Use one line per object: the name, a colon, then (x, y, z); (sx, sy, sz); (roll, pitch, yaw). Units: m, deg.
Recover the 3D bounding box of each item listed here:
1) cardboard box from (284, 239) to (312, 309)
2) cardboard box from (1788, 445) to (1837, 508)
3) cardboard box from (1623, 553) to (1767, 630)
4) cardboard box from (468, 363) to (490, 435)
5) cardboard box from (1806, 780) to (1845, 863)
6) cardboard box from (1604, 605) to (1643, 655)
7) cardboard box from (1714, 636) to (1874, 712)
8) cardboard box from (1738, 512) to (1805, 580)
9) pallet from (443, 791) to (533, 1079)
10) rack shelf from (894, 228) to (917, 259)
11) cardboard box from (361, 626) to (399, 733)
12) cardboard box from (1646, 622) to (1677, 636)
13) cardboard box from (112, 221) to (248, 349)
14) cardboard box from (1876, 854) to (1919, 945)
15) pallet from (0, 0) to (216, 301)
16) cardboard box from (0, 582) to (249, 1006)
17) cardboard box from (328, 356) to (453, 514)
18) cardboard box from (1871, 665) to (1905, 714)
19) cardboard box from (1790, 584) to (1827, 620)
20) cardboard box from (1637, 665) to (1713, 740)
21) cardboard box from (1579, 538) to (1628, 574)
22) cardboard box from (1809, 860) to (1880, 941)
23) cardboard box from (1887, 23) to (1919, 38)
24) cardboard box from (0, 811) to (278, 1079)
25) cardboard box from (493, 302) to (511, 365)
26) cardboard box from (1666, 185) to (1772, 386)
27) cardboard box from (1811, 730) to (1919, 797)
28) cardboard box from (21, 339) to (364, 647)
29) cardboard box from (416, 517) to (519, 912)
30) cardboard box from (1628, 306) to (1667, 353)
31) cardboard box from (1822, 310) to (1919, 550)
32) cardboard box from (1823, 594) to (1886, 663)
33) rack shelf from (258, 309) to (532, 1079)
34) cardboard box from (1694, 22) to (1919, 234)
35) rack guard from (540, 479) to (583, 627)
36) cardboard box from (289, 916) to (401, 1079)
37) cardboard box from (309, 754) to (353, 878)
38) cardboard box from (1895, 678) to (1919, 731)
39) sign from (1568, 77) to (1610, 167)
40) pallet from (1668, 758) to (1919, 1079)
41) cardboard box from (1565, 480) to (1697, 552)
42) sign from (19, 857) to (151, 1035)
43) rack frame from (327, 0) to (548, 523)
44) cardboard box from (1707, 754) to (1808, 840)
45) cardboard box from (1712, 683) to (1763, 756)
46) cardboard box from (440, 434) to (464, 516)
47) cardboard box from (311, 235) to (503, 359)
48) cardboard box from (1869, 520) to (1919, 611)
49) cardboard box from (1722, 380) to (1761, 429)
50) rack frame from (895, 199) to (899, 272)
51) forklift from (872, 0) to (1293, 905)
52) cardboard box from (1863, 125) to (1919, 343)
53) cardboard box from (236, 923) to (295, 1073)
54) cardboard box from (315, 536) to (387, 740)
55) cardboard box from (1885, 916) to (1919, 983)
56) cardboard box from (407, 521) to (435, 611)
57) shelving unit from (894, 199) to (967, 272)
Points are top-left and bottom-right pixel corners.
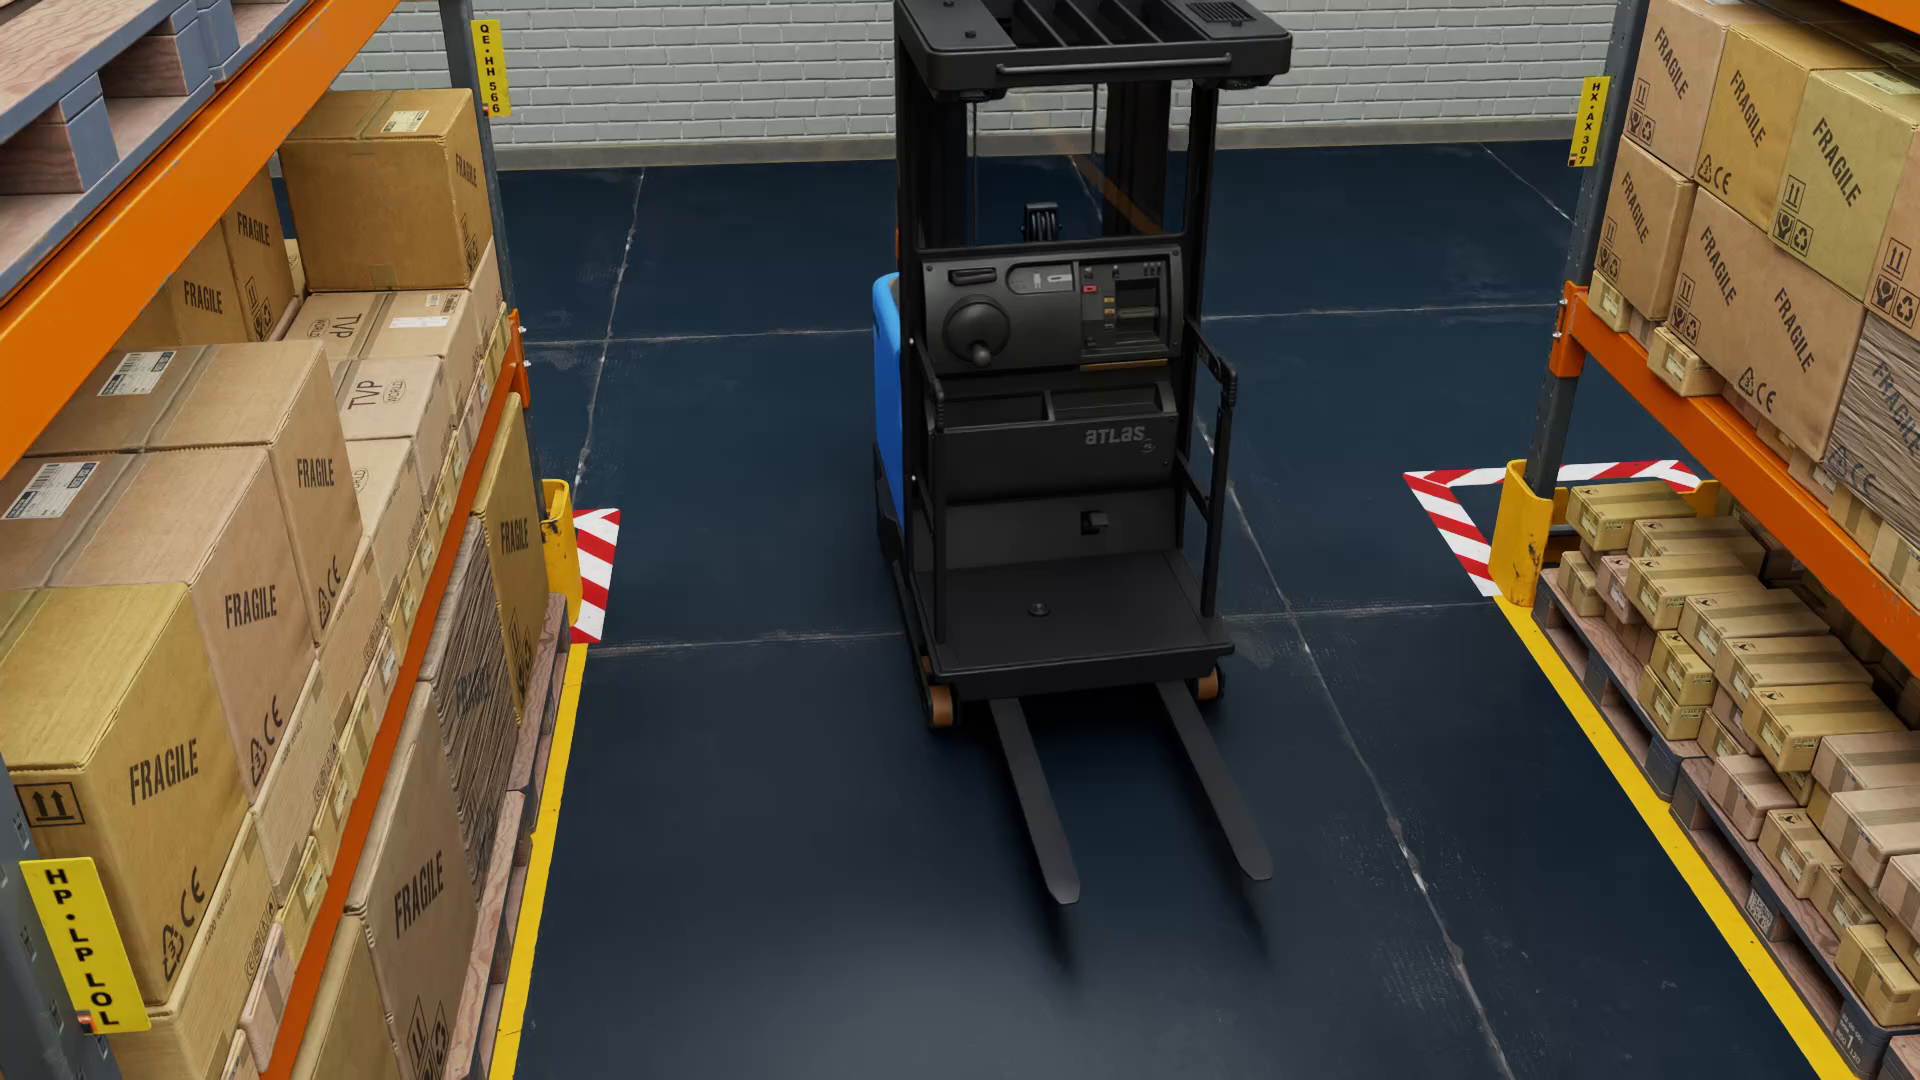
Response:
cardboard box: (-2.356, -0.783, 5.492); (0.500, 0.250, 0.500); (-4, 31, -6)
cardboard box: (2.713, -0.214, 4.929); (0.380, 0.149, 0.250); (-3, 31, -6)
cardboard box: (2.567, 0.178, 5.818); (0.380, 0.149, 0.250); (-3, 31, -5)
cardboard box: (-1.723, -0.443, 5.311); (0.380, 0.149, 0.250); (-3, 31, -4)
cardboard box: (2.806, 0.837, 5.004); (0.380, 0.149, 0.250); (-1, 31, -2)
cardboard box: (2.652, 0.292, 6.206); (0.380, 0.149, 0.250); (-3, 31, -5)
cardboard box: (2.690, 0.443, 5.374); (0.380, 0.149, 0.250); (-2, 31, -3)
cardboard box: (3.083, 0.013, 6.093); (0.380, 0.149, 0.250); (-2, 31, -4)
pallet: (-1.869, 1.245, 4.960); (1.003, 0.211, 1.213); (-3, 31, -5)
rack shelf: (-0.132, -1.241, 7.391); (0.258, 0.148, 0.480); (-5, 31, -8)
cardboard box: (-1.577, 0.343, 3.995); (0.380, 0.149, 0.250); (-2, 31, -4)
cardboard box: (2.689, 0.295, 5.911); (0.380, 0.149, 0.250); (-2, 31, -4)
cardboard box: (-2.255, -0.586, 4.430); (0.500, 0.500, 0.500); (-4, 31, -6)
cardboard box: (2.739, 0.972, 4.488); (0.380, 0.149, 0.250); (-4, 31, -7)
pallet: (-1.825, -0.604, 2.497); (1.003, 0.211, 1.213); (-3, 31, -5)
cardboard box: (-1.549, 0.422, 2.743); (0.500, 0.500, 0.500); (-3, 31, -5)
cardboard box: (-1.728, -0.288, 4.663); (0.500, 0.250, 0.500); (-4, 31, -6)
cardboard box: (3.260, 0.537, 5.507); (0.380, 0.149, 0.250); (-2, 31, -4)
cardboard box: (3.199, 0.273, 5.948); (0.380, 0.149, 0.250); (-4, 31, -7)
cardboard box: (2.596, 0.554, 5.767); (0.380, 0.149, 0.250); (-2, 31, -4)
cardboard box: (2.609, 0.032, 6.352); (0.380, 0.149, 0.250); (-2, 31, -3)
cardboard box: (2.759, 1.073, 4.899); (0.380, 0.149, 0.250); (-2, 31, -4)
cardboard box: (3.153, -1.283, 5.111); (0.500, 0.500, 0.500); (-4, 31, -6)
cardboard box: (-1.542, 0.749, 2.928); (0.500, 0.250, 0.500); (-3, 31, -5)
cardboard box: (-1.771, -0.704, 5.748); (0.380, 0.149, 0.250); (-2, 31, -4)
cardboard box: (2.658, -0.820, 5.310); (0.500, 0.500, 0.500); (-3, 31, -4)
cardboard box: (2.787, 0.703, 4.939); (0.380, 0.149, 0.250); (-3, 31, -4)
cardboard box: (-1.640, -0.095, 3.609); (0.500, 0.500, 0.500); (-4, 31, -6)
cardboard box: (-1.908, 0.542, 5.081); (0.875, 0.875, 0.875); (-3, 31, -5)
cardboard box: (2.584, -0.747, 5.820); (0.380, 0.149, 0.250); (-2, 31, -3)
cardboard box: (2.744, -0.309, 4.455); (0.500, 0.500, 0.500); (-4, 31, -6)
cardboard box: (3.195, 0.275, 5.655); (0.380, 0.149, 0.250); (-4, 31, -7)
rack shelf: (-1.946, 0.352, 4.437); (1.077, 0.370, 4.000); (-3, 31, -5)
cardboard box: (2.646, -1.265, 5.079); (0.500, 0.500, 0.500); (-2, 31, -3)
rack guard: (-2.135, 0.083, 6.624); (1.175, 0.500, 0.348); (-3, 31, -5)
cardboard box: (-1.741, 1.455, 3.551); (0.875, 0.875, 0.875); (-3, 31, -5)
cardboard box: (-1.531, 0.602, 3.561); (0.380, 0.149, 0.250); (-4, 31, -6)
cardboard box: (3.190, 0.549, 5.196); (0.380, 0.149, 0.250); (-4, 31, -6)
sign: (2.275, -1.510, 6.008); (0.100, 0.325, 0.005); (-3, 31, -5)
pallet: (2.974, 1.110, 5.186); (1.003, 0.211, 1.213); (-3, 31, -5)
cardboard box: (2.526, -0.092, 6.269); (0.380, 0.149, 0.250); (-4, 31, -7)
sign: (-1.219, 0.570, 2.318); (0.100, 0.325, 0.005); (-3, 31, -5)
rack frame: (-2.132, -0.978, 5.962); (1.000, 3.000, 0.127); (-3, 31, -5)
cardboard box: (2.652, 0.812, 5.337); (0.380, 0.149, 0.250); (-4, 31, -7)
cardboard box: (2.724, 0.562, 5.464); (0.380, 0.149, 0.250); (-4, 31, -7)
cardboard box: (-1.674, -0.183, 4.876); (0.380, 0.149, 0.250); (-3, 31, -6)
cardboard box: (-1.823, -0.806, 5.531); (0.500, 0.250, 0.500); (-3, 31, -5)
cardboard box: (2.712, 0.057, 4.475); (0.380, 0.149, 0.250); (-2, 31, -4)
cardboard box: (2.717, -0.481, 5.376); (0.380, 0.149, 0.250); (-1, 31, -2)
rack frame: (-0.174, -1.027, 7.799); (0.240, 1.200, 0.015); (-5, 31, -8)
forklift: (0.371, -0.768, 5.678); (1.130, 2.935, 3.031); (-5, 31, -8)
cardboard box: (2.724, -0.738, 4.198); (0.500, 0.500, 0.500); (-4, 31, -6)
cardboard box: (-1.480, 0.871, 3.111); (0.380, 0.149, 0.250); (-4, 31, -6)
cardboard box: (-1.637, 0.230, 3.796); (0.500, 0.250, 0.500); (-2, 31, -3)
cardboard box: (2.794, 1.113, 4.542); (0.380, 0.149, 0.250); (-2, 31, -3)
cardboard box: (-1.629, 0.076, 4.442); (0.380, 0.149, 0.250); (-2, 31, -4)
shelving unit: (-0.132, -0.904, 7.593); (0.258, 1.200, 0.503); (-5, 31, -8)
